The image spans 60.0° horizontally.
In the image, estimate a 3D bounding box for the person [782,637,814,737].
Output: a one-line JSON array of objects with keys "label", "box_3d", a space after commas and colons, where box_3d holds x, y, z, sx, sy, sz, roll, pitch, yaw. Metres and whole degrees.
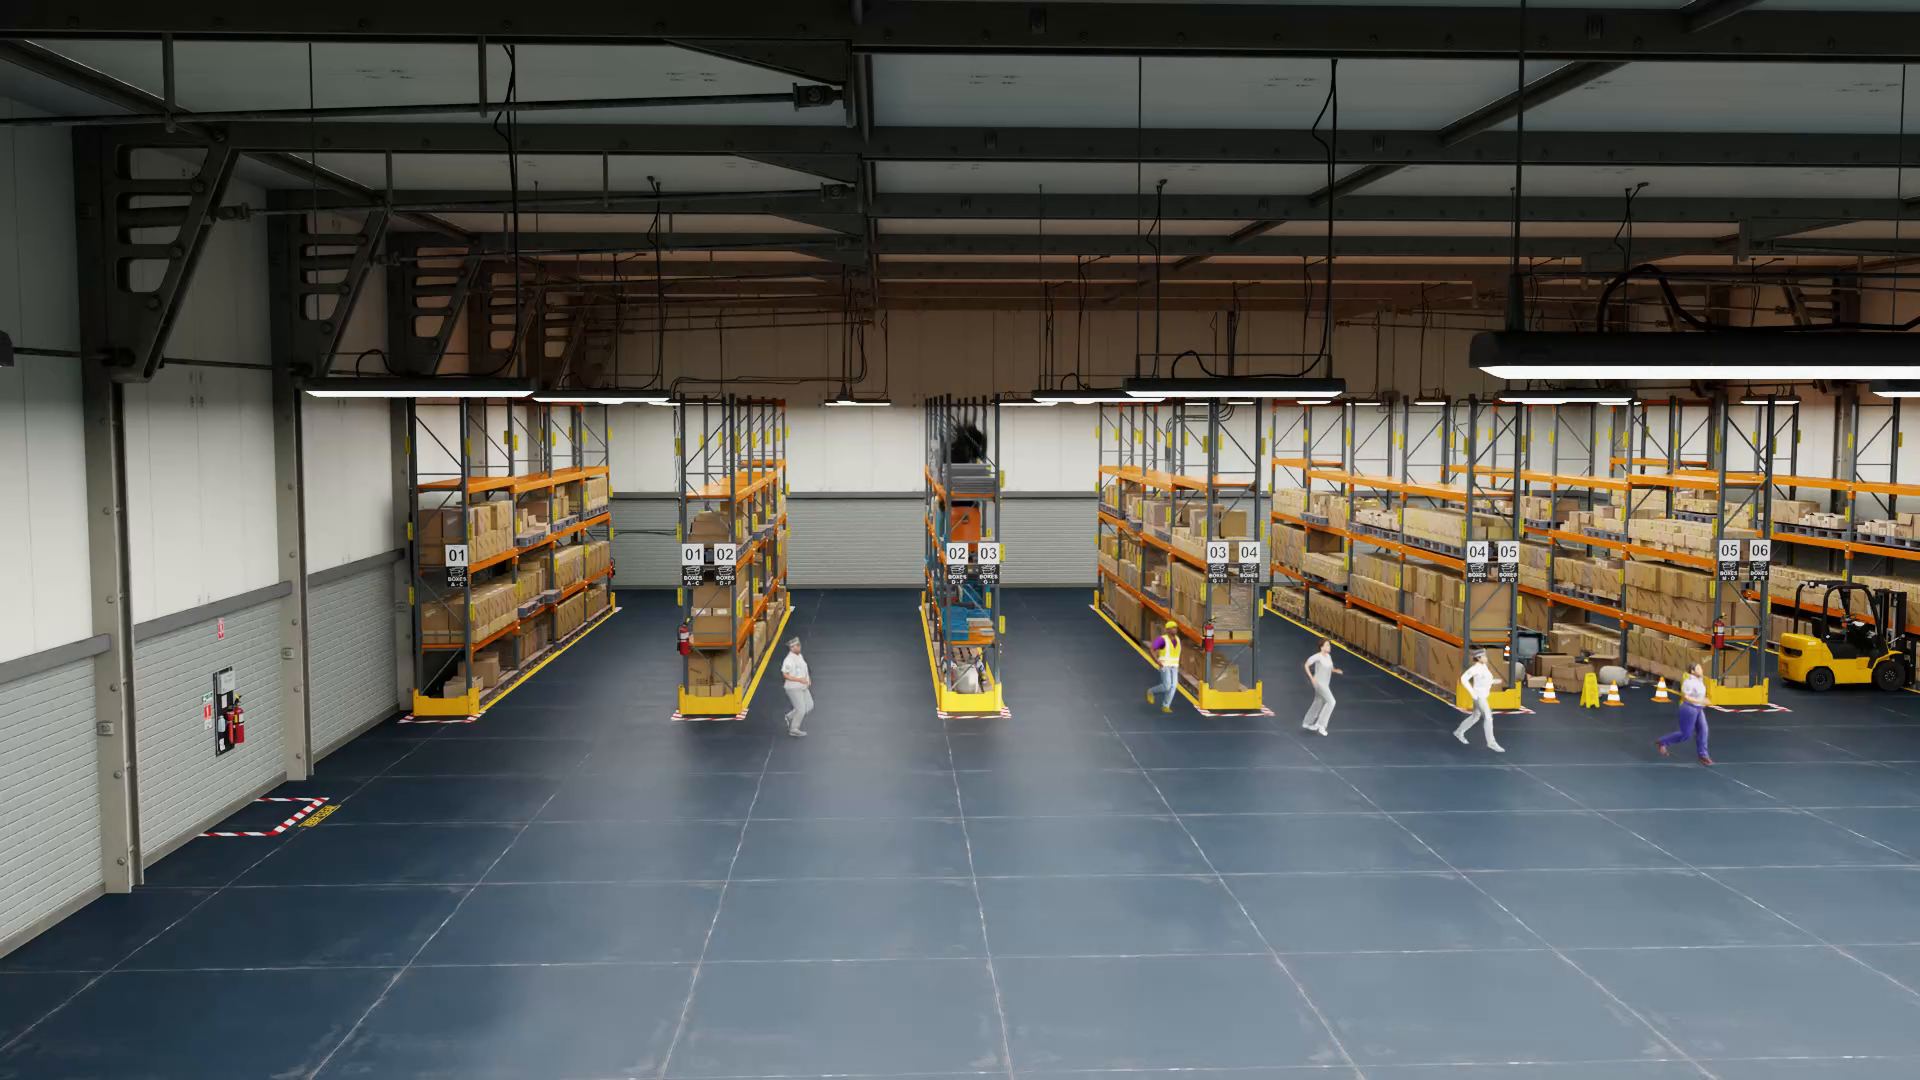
[{"label": "person", "box_3d": [-2.843, 2.557, 29.064, 0.620, 1.733, 0.658, 2, 5, 22]}]

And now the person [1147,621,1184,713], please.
[{"label": "person", "box_3d": [3.965, 2.386, 31.513, 0.749, 1.698, 0.688, -3, 5, -32]}]

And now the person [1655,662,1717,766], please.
[{"label": "person", "box_3d": [11.782, 2.791, 26.882, 0.914, 1.655, 0.615, 4, 6, 43]}]

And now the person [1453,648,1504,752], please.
[{"label": "person", "box_3d": [8.721, 2.655, 27.884, 0.876, 1.711, 0.599, 3, 5, 33]}]

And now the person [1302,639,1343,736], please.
[{"label": "person", "box_3d": [6.375, 2.582, 29.300, 0.726, 1.690, 0.561, 3, 6, 36]}]
